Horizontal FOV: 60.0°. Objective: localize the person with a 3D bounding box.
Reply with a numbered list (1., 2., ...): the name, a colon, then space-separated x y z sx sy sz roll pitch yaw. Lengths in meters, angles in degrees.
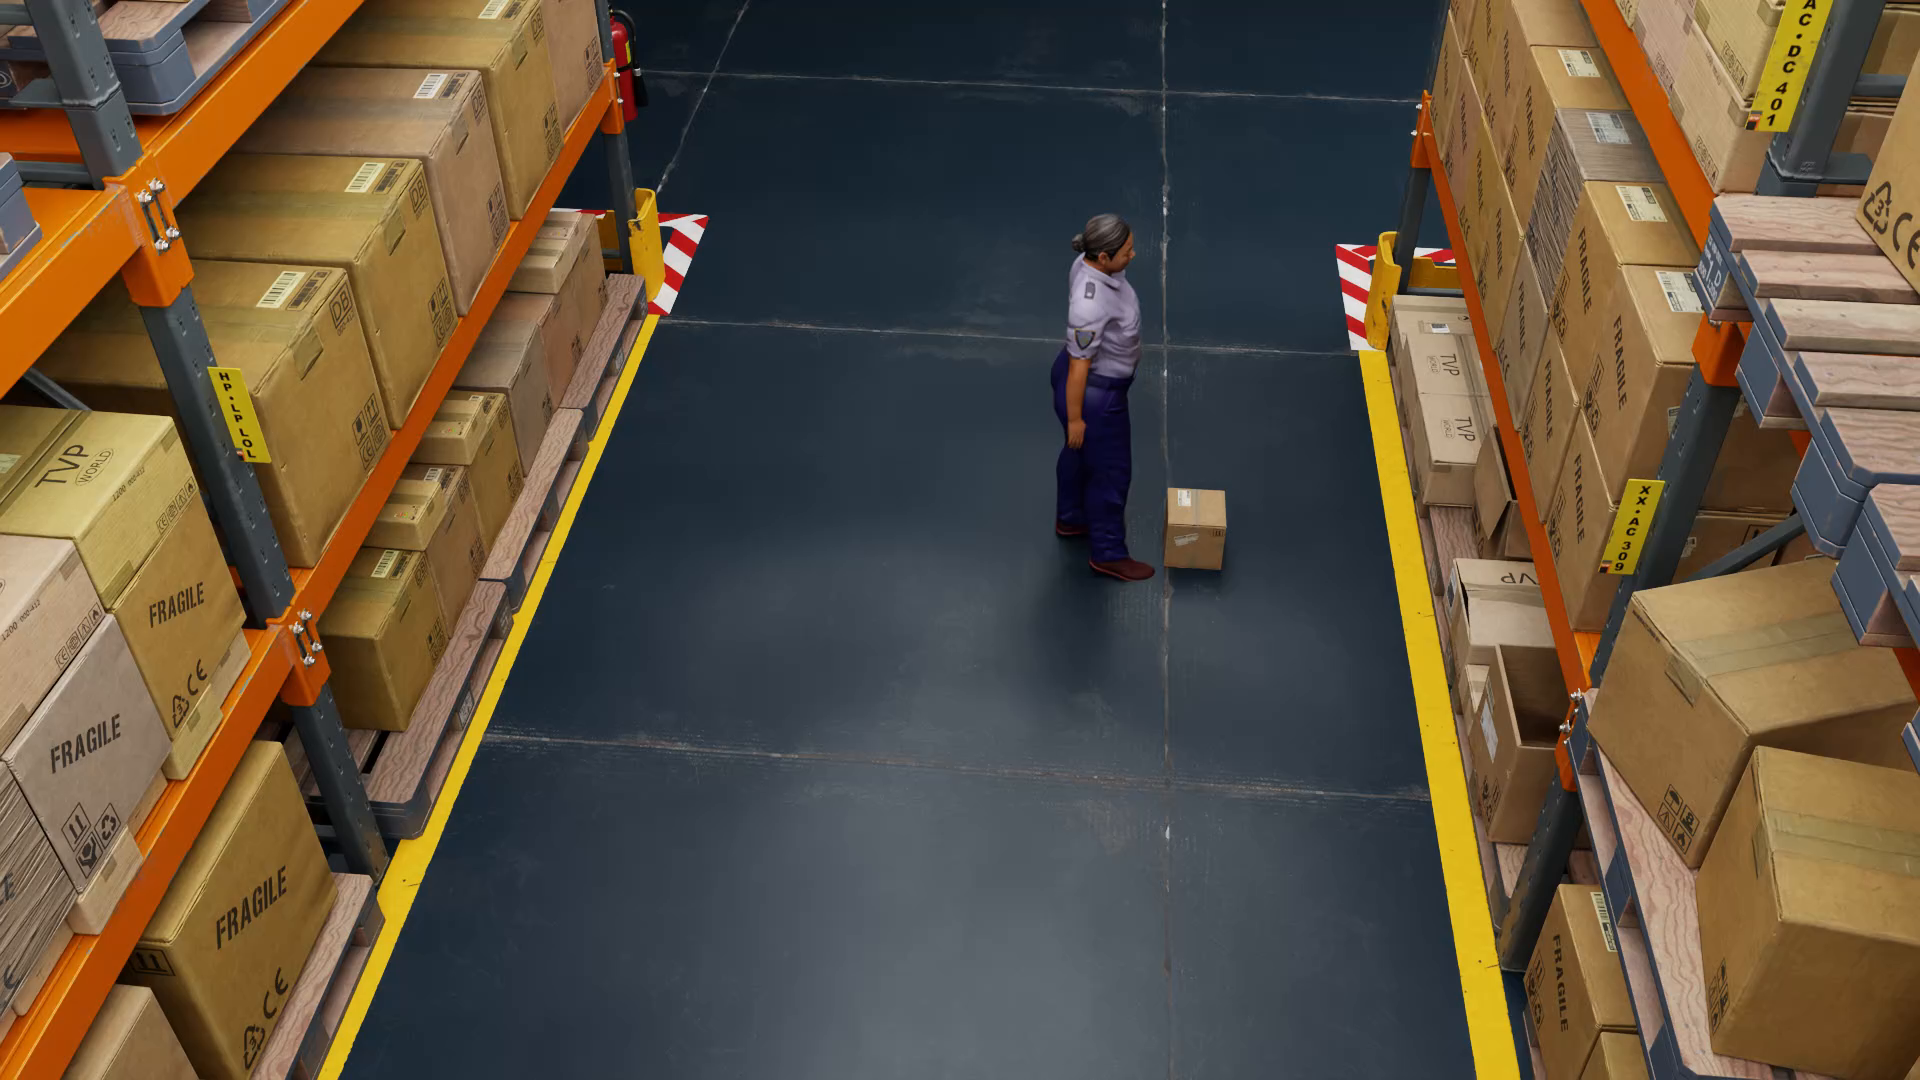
1. person: 0.616 -0.614 6.897 0.475 1.678 0.541 0 40 0
